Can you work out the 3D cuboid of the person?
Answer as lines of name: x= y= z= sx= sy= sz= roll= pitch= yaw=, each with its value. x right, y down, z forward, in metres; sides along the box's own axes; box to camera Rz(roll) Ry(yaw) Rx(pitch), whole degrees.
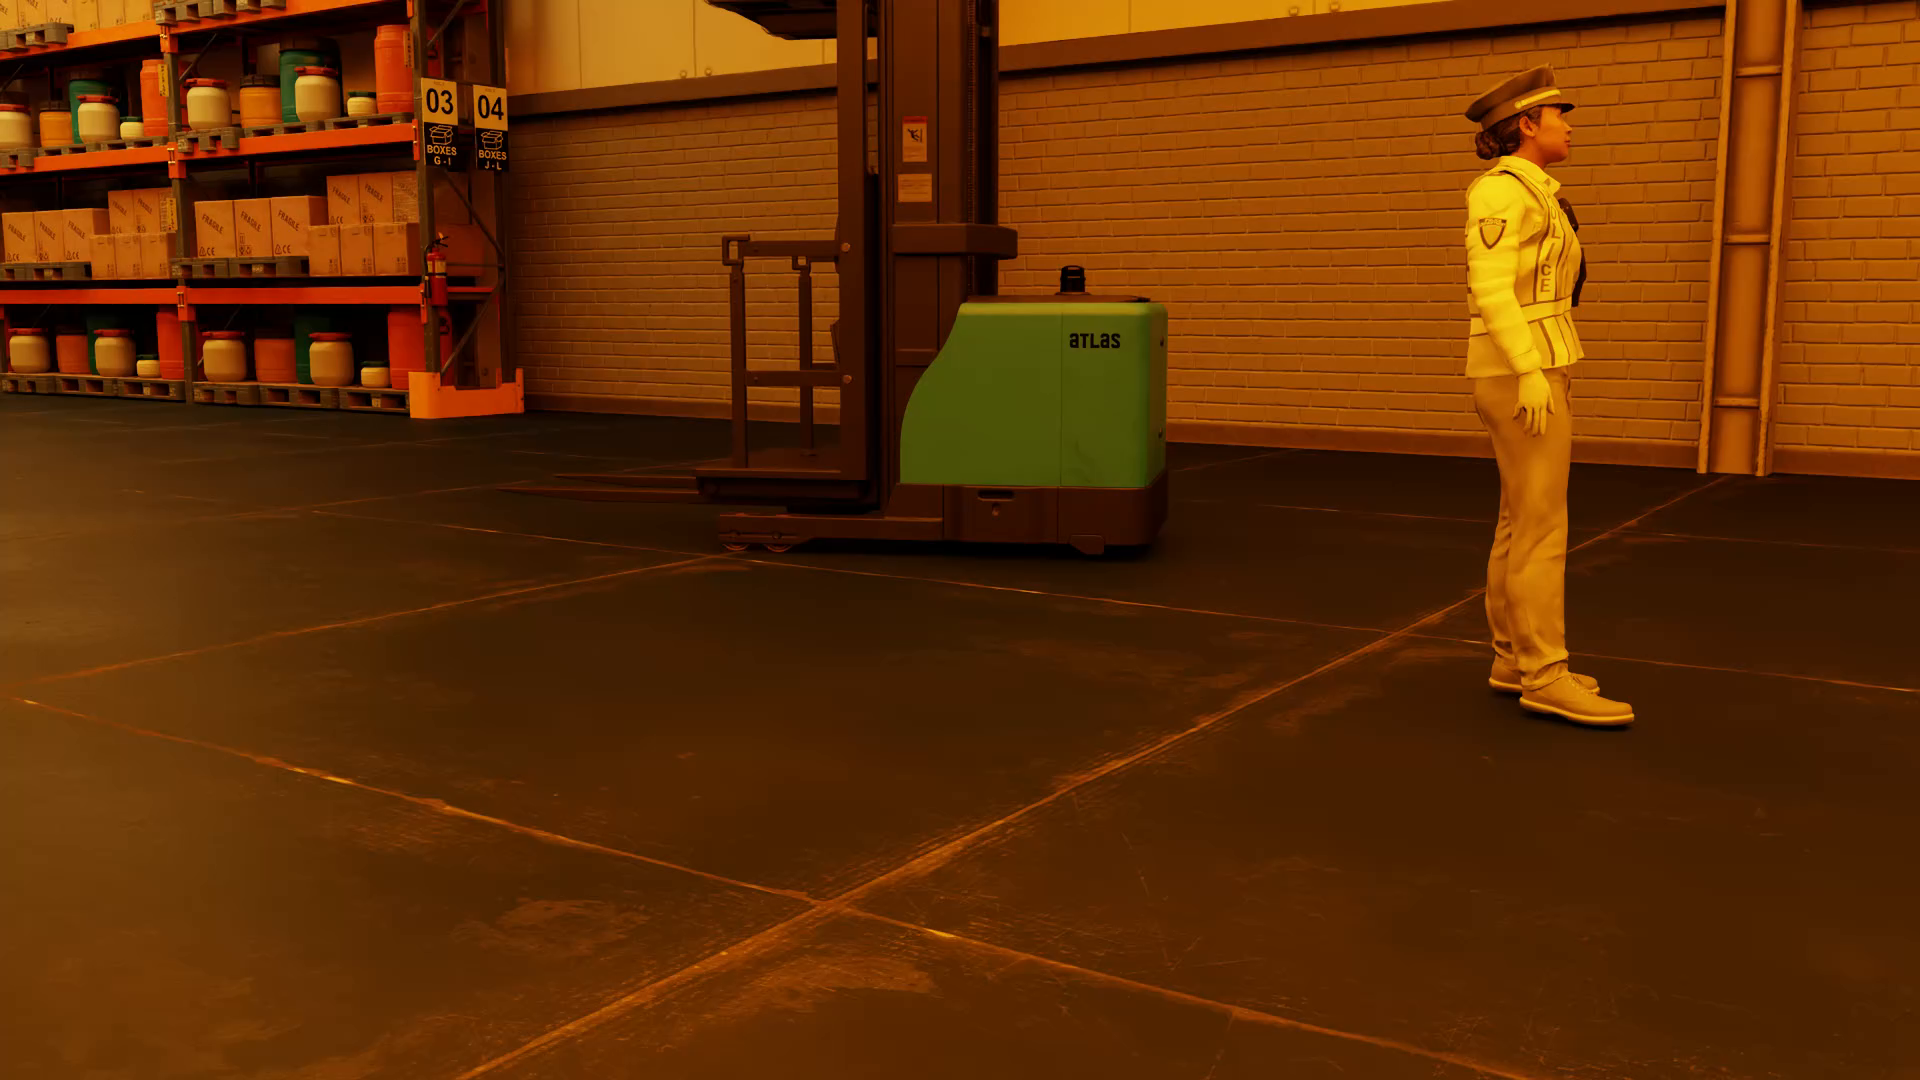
person: x=1.583 y=-0.413 z=4.435 sx=0.530 sy=1.694 sz=0.588 roll=4 pitch=9 yaw=27

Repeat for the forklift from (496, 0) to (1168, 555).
forklift: x=-0.596 y=-1.469 z=7.520 sx=3.031 sy=2.935 sz=1.130 roll=2 pitch=8 yaw=12
